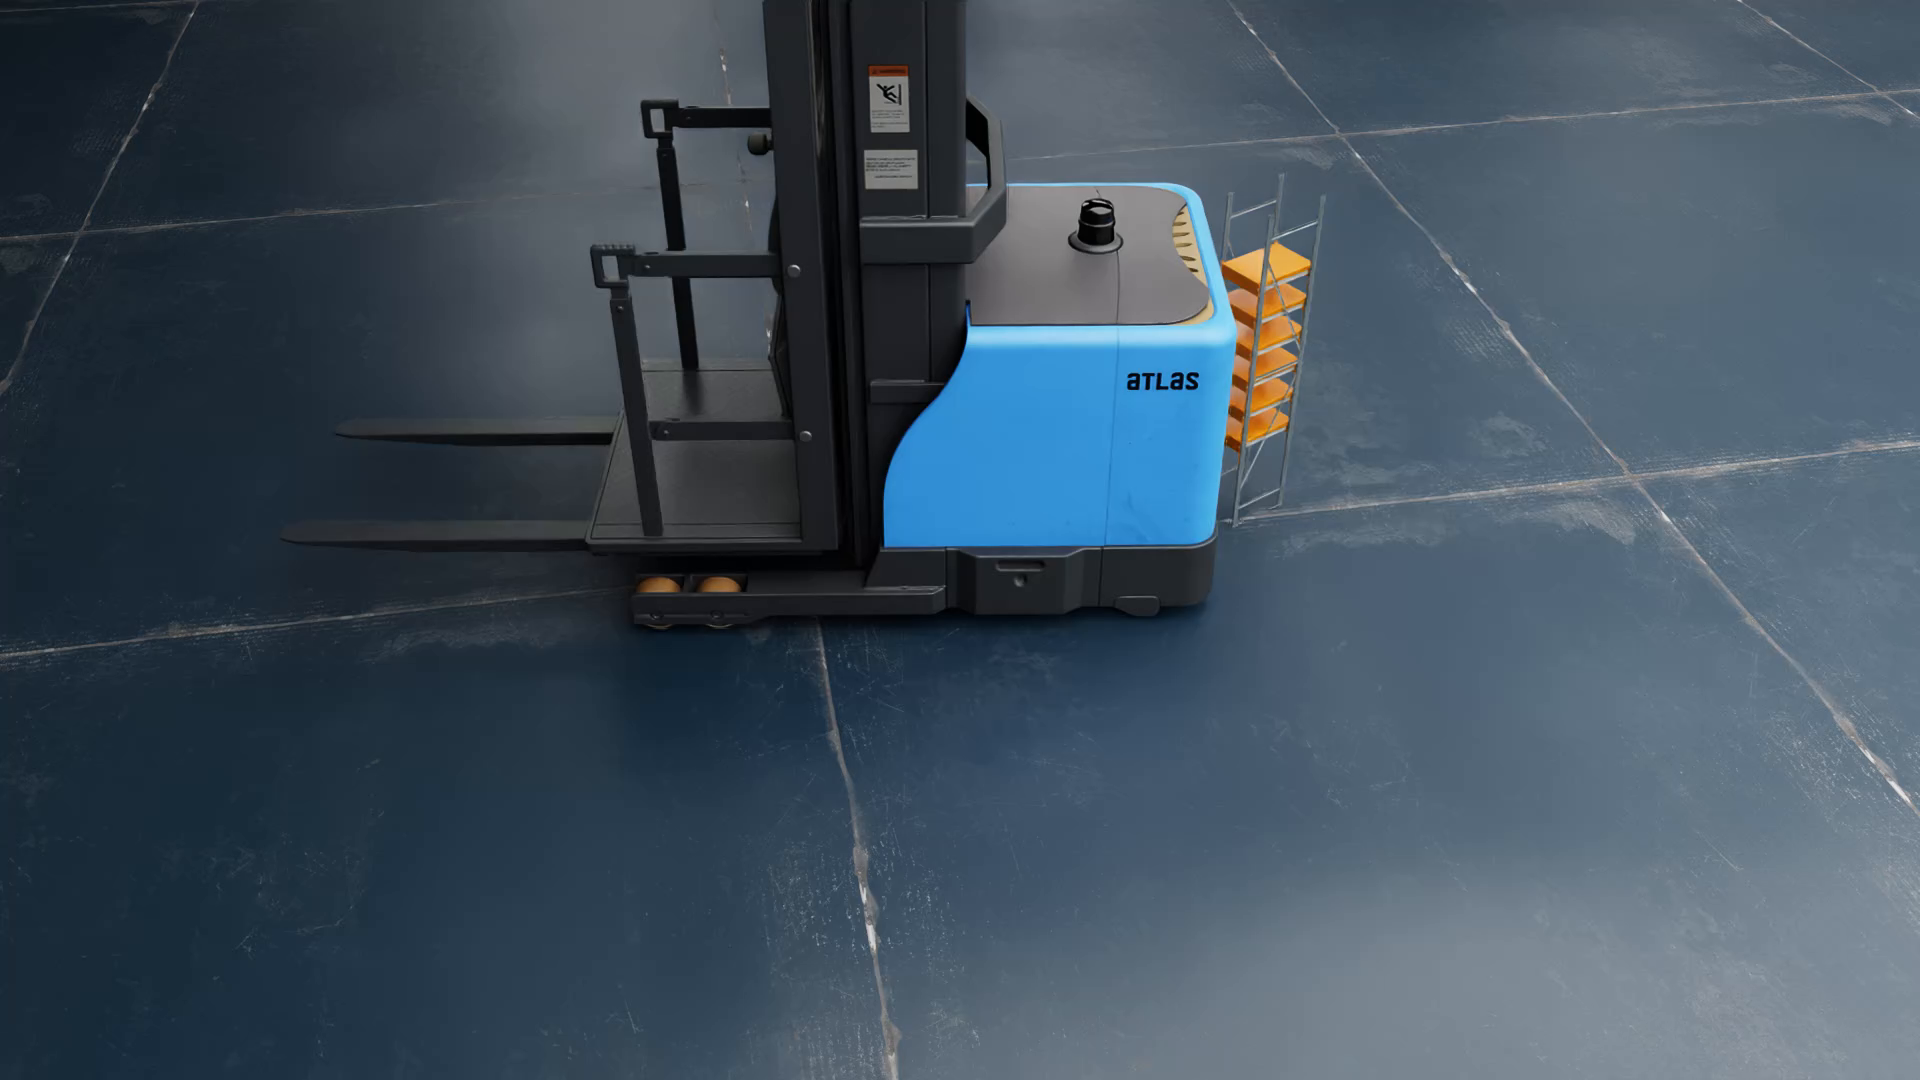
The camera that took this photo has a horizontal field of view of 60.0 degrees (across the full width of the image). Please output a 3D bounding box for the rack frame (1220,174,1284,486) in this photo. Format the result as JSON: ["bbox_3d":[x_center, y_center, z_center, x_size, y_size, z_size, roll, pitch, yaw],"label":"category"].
[{"bbox_3d":[0.935,-0.647,5.605,0.240,1.200,0.006,-24,44,-27],"label":"rack frame"}]

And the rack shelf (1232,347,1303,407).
[{"bbox_3d":[0.989,-0.567,5.573,0.258,0.103,0.180,-24,44,-27],"label":"rack shelf"}]

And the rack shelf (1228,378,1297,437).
[{"bbox_3d":[0.989,-0.472,5.646,0.258,0.103,0.180,-24,44,-27],"label":"rack shelf"}]

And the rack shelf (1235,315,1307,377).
[{"bbox_3d":[0.988,-0.662,5.499,0.258,0.103,0.180,-24,44,-27],"label":"rack shelf"}]

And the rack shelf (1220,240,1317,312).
[{"bbox_3d":[0.987,-0.851,5.352,0.258,0.103,0.180,-24,44,-27],"label":"rack shelf"}]

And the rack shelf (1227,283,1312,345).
[{"bbox_3d":[0.988,-0.756,5.426,0.258,0.103,0.180,-24,44,-27],"label":"rack shelf"}]

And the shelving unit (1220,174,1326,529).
[{"bbox_3d":[0.989,-0.602,5.546,0.258,1.200,0.189,-24,44,-27],"label":"shelving unit"}]

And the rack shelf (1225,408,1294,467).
[{"bbox_3d":[0.990,-0.377,5.720,0.258,0.103,0.180,-24,44,-27],"label":"rack shelf"}]

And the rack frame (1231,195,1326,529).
[{"bbox_3d":[1.042,-0.556,5.487,0.240,1.200,0.006,-24,44,-27],"label":"rack frame"}]

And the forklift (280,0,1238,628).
[{"bbox_3d":[-0.696,-1.200,4.905,3.031,2.935,1.130,0,38,0],"label":"forklift"}]
